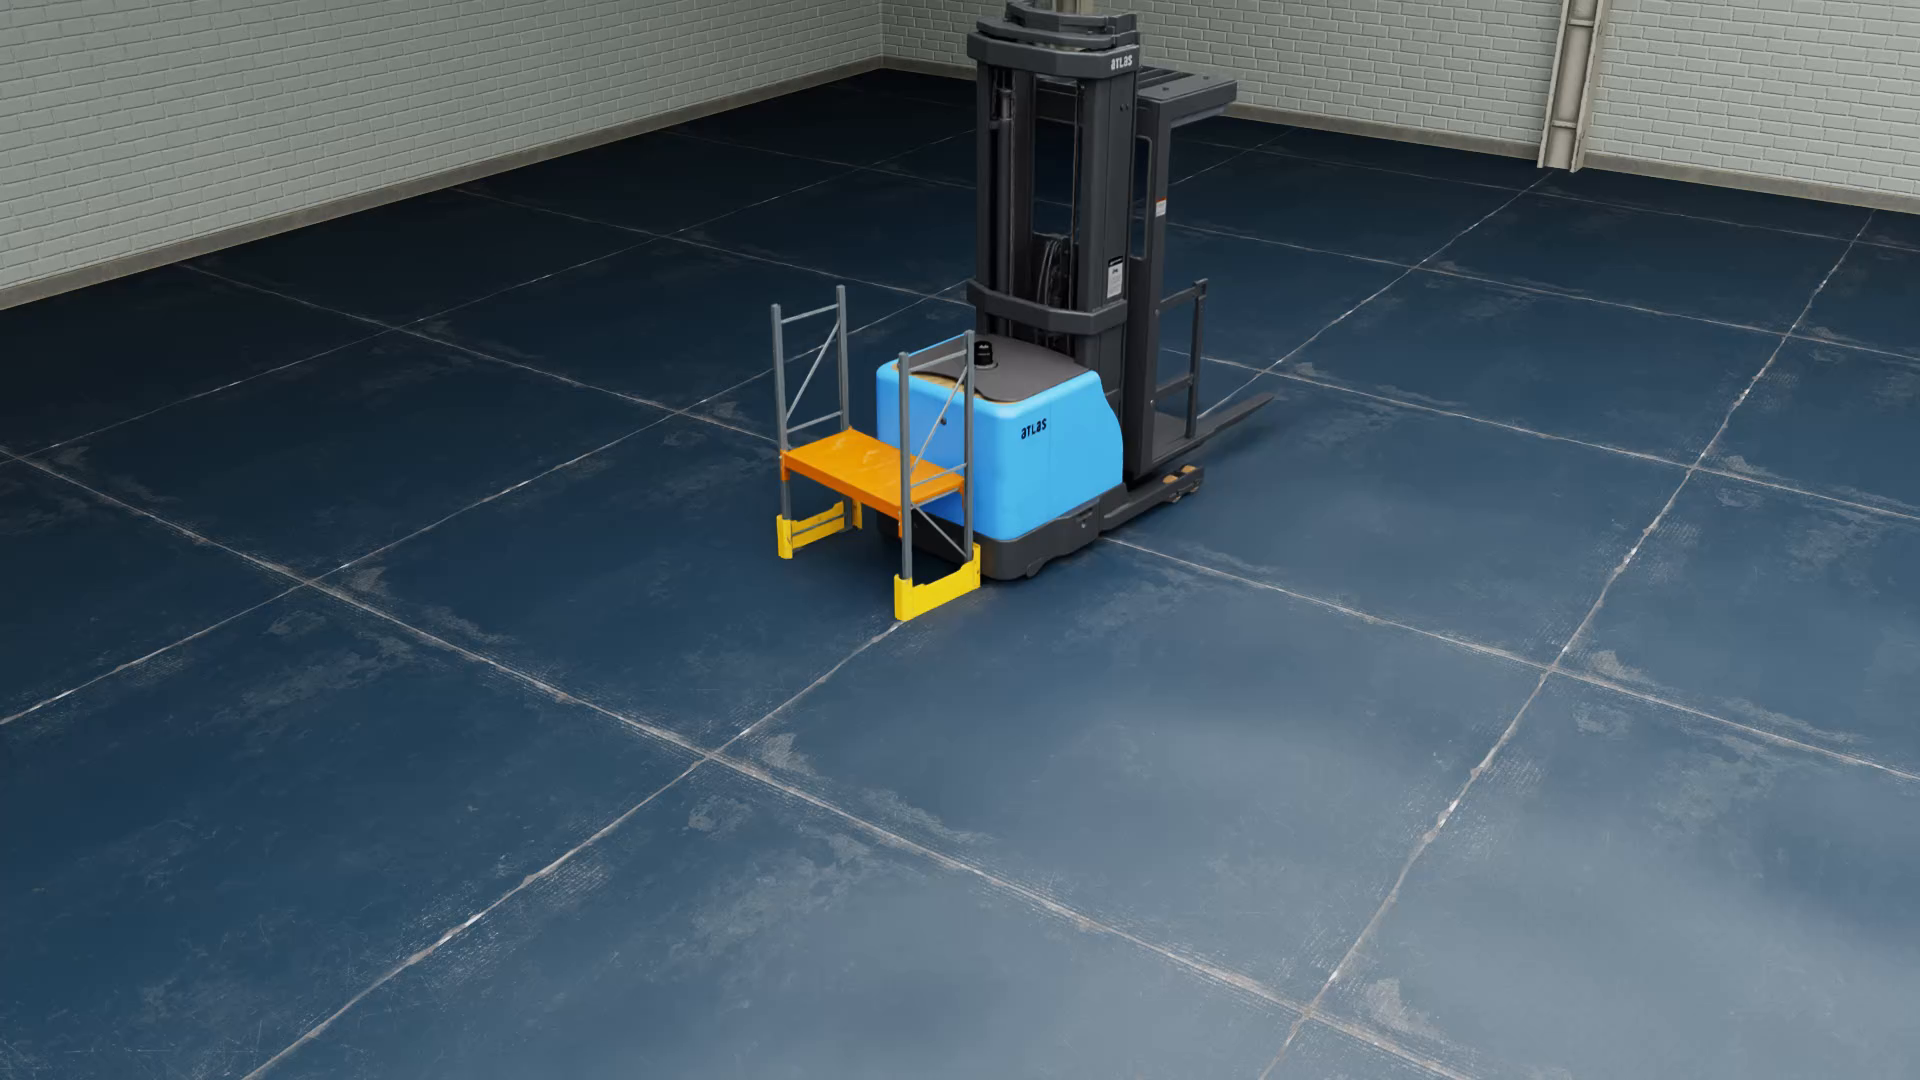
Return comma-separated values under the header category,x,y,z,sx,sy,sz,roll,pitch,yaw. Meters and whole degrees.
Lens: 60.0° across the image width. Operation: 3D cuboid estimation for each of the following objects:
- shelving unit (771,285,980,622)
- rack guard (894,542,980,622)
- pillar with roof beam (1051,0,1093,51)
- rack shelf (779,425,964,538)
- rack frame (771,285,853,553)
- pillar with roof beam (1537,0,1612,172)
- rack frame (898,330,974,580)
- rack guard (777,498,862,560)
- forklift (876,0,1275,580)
category,x,y,z,sx,sy,sz,roll,pitch,yaw
shelving unit,-0.466,-0.494,9.068,0.587,1.500,1.083,-24,35,-38
rack guard,-0.119,0.225,9.033,0.587,0.250,0.087,-24,35,-38
pillar with roof beam,-1.087,-7.860,15.274,0.400,9.000,9.100,17,32,30
rack shelf,-0.472,-0.337,9.155,0.538,0.185,1.000,-24,35,-38
rack frame,-0.826,-0.663,9.399,0.500,1.500,0.032,-24,35,-38
pillar with roof beam,3.858,-6.319,12.246,0.400,9.000,9.100,17,32,30
rack frame,-0.118,-0.332,8.749,0.500,1.500,0.032,-24,35,-38
rack guard,-0.813,-0.099,9.670,0.587,0.250,0.087,-24,35,-38
forklift,0.867,-1.672,9.804,1.130,2.935,3.031,22,34,36
